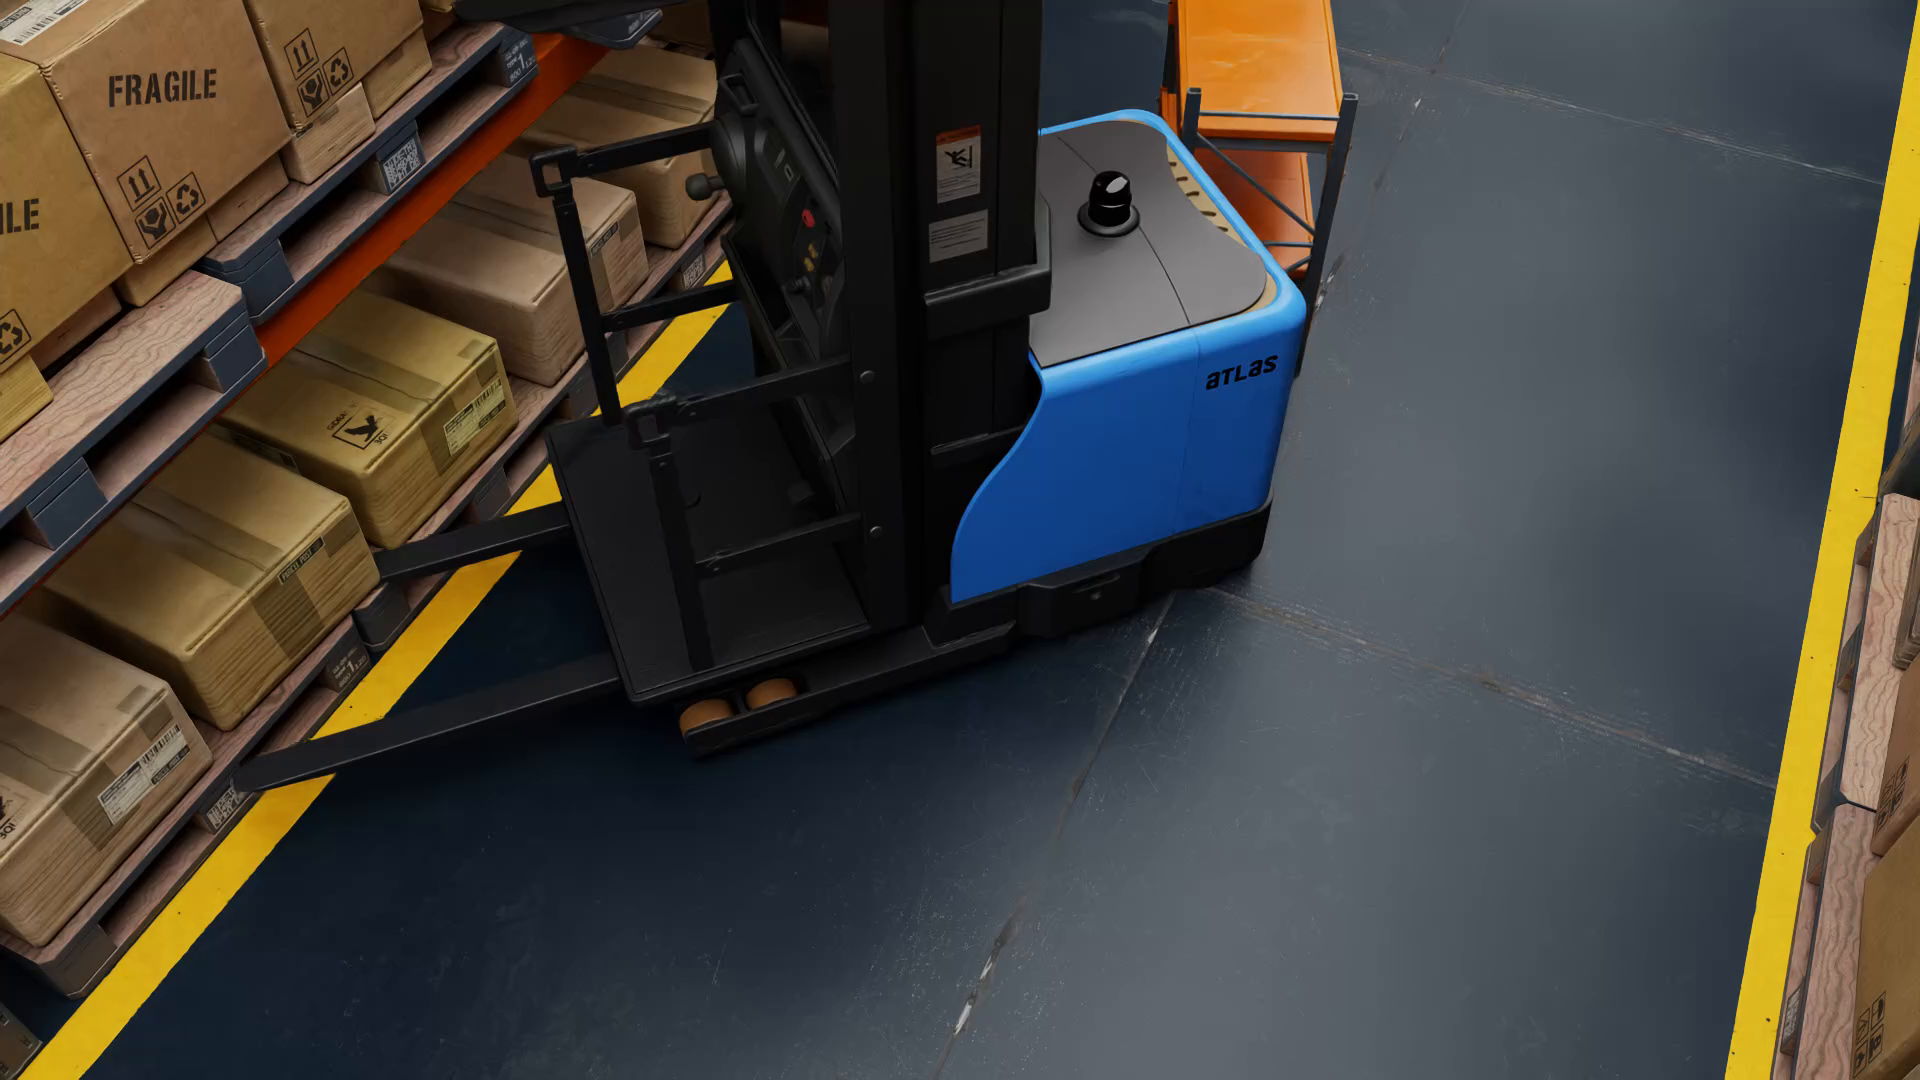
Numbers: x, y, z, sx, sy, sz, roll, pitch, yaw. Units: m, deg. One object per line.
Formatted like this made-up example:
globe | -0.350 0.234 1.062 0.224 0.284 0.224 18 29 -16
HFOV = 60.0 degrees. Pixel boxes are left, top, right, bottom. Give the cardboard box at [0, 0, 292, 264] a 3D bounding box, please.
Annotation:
cardboard box | -1.877 -1.000 3.595 0.500 0.500 0.500 20 52 16

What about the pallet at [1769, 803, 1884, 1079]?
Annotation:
pallet | 2.515 1.328 3.981 1.003 0.211 1.213 20 52 16

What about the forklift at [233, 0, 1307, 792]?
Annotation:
forklift | -0.631 -0.803 4.009 3.031 2.935 1.130 -17 52 -14

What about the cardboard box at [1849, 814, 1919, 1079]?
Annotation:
cardboard box | 2.586 1.008 3.706 0.875 0.625 0.625 18 52 15

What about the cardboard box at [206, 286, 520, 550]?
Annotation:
cardboard box | -1.953 -0.447 5.110 0.950 0.372 0.625 21 53 17

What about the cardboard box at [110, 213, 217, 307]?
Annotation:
cardboard box | -1.938 -0.710 3.774 0.380 0.149 0.250 21 53 17

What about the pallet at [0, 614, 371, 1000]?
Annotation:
pallet | -2.443 0.542 4.650 1.003 0.211 1.213 20 52 16

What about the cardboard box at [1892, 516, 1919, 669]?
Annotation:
cardboard box | 3.146 0.092 4.486 0.875 0.625 0.625 21 53 17

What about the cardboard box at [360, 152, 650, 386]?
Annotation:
cardboard box | -1.623 -0.967 5.553 0.950 0.372 0.625 19 52 15

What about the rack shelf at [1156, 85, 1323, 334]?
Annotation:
rack shelf | 0.954 -1.177 5.834 0.538 0.278 1.000 3 50 3

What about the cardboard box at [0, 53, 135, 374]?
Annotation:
cardboard box | -2.101 -0.665 3.309 0.500 0.500 0.500 20 52 16

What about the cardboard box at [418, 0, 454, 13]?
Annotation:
cardboard box | -1.433 -1.733 4.219 0.500 0.500 0.500 17 52 14

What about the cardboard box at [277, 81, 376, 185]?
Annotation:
cardboard box | -1.670 -1.046 4.060 0.380 0.149 0.250 22 53 17

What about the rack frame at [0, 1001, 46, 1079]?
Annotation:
rack frame | -2.774 0.175 3.132 1.000 3.000 0.127 20 52 16

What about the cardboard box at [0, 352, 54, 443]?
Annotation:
cardboard box | -2.137 -0.327 3.448 0.380 0.149 0.250 21 53 17

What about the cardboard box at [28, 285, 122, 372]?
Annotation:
cardboard box | -2.086 -0.547 3.635 0.380 0.149 0.250 23 53 18

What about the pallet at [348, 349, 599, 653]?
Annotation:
pallet | -1.923 -0.301 5.368 1.003 0.211 1.213 20 52 16

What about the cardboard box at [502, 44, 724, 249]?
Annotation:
cardboard box | -1.315 -1.478 5.988 0.950 0.372 0.625 17 52 14

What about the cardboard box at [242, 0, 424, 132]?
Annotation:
cardboard box | -1.668 -1.358 3.899 0.500 0.500 0.500 18 52 15

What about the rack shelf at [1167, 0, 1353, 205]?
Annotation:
rack shelf | 0.954 -1.525 5.425 0.538 0.278 1.000 3 50 3

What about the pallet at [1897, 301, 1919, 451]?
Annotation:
pallet | 3.778 -0.565 5.592 1.003 0.211 1.213 20 52 16

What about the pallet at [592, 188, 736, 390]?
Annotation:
pallet | -1.400 -1.138 6.080 1.003 0.211 1.213 20 52 16

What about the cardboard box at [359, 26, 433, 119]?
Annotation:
cardboard box | -1.583 -1.239 4.224 0.380 0.149 0.250 18 52 15

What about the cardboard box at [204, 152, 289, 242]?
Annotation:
cardboard box | -1.831 -0.880 3.918 0.380 0.149 0.250 20 53 16

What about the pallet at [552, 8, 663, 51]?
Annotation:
pallet | -1.273 -1.992 5.101 1.213 0.211 1.003 20 52 16

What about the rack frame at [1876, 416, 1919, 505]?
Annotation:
rack frame | 3.424 -0.967 4.103 1.000 3.000 0.127 20 52 16

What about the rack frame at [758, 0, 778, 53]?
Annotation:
rack frame | -1.065 -2.579 5.475 1.000 3.000 0.127 20 52 16

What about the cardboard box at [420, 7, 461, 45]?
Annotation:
cardboard box | -1.550 -1.439 4.394 0.380 0.149 0.250 20 53 16

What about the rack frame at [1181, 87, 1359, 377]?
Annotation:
rack frame | 0.919 -0.949 5.319 0.500 1.125 0.032 3 50 3

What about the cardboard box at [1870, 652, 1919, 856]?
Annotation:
cardboard box | 2.874 0.544 4.101 0.875 0.625 0.625 21 53 17

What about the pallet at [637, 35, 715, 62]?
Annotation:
pallet | -0.660 -2.194 6.978 1.003 0.211 1.213 20 52 16

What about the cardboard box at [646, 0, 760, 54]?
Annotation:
cardboard box | -0.695 -2.476 6.506 0.875 0.875 0.875 19 52 16

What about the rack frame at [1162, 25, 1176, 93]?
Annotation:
rack frame | 0.988 -1.722 5.976 0.500 1.125 0.032 3 50 3

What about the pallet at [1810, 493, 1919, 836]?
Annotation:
pallet | 3.037 0.491 4.694 1.003 0.211 1.213 20 52 16

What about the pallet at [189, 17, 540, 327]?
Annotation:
pallet | -1.874 -1.141 4.377 1.003 0.211 1.213 20 52 16

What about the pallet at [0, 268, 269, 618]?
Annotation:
pallet | -2.316 -0.242 3.612 1.003 0.211 1.213 20 52 16

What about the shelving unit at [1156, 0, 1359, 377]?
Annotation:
shelving unit | 0.954 -1.335 5.648 0.538 1.125 1.048 3 50 3

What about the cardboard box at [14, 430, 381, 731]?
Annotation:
cardboard box | -2.248 0.032 4.703 0.950 0.372 0.625 23 53 18

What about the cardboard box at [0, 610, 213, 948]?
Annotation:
cardboard box | -2.552 0.529 4.280 0.950 0.372 0.625 20 53 17
